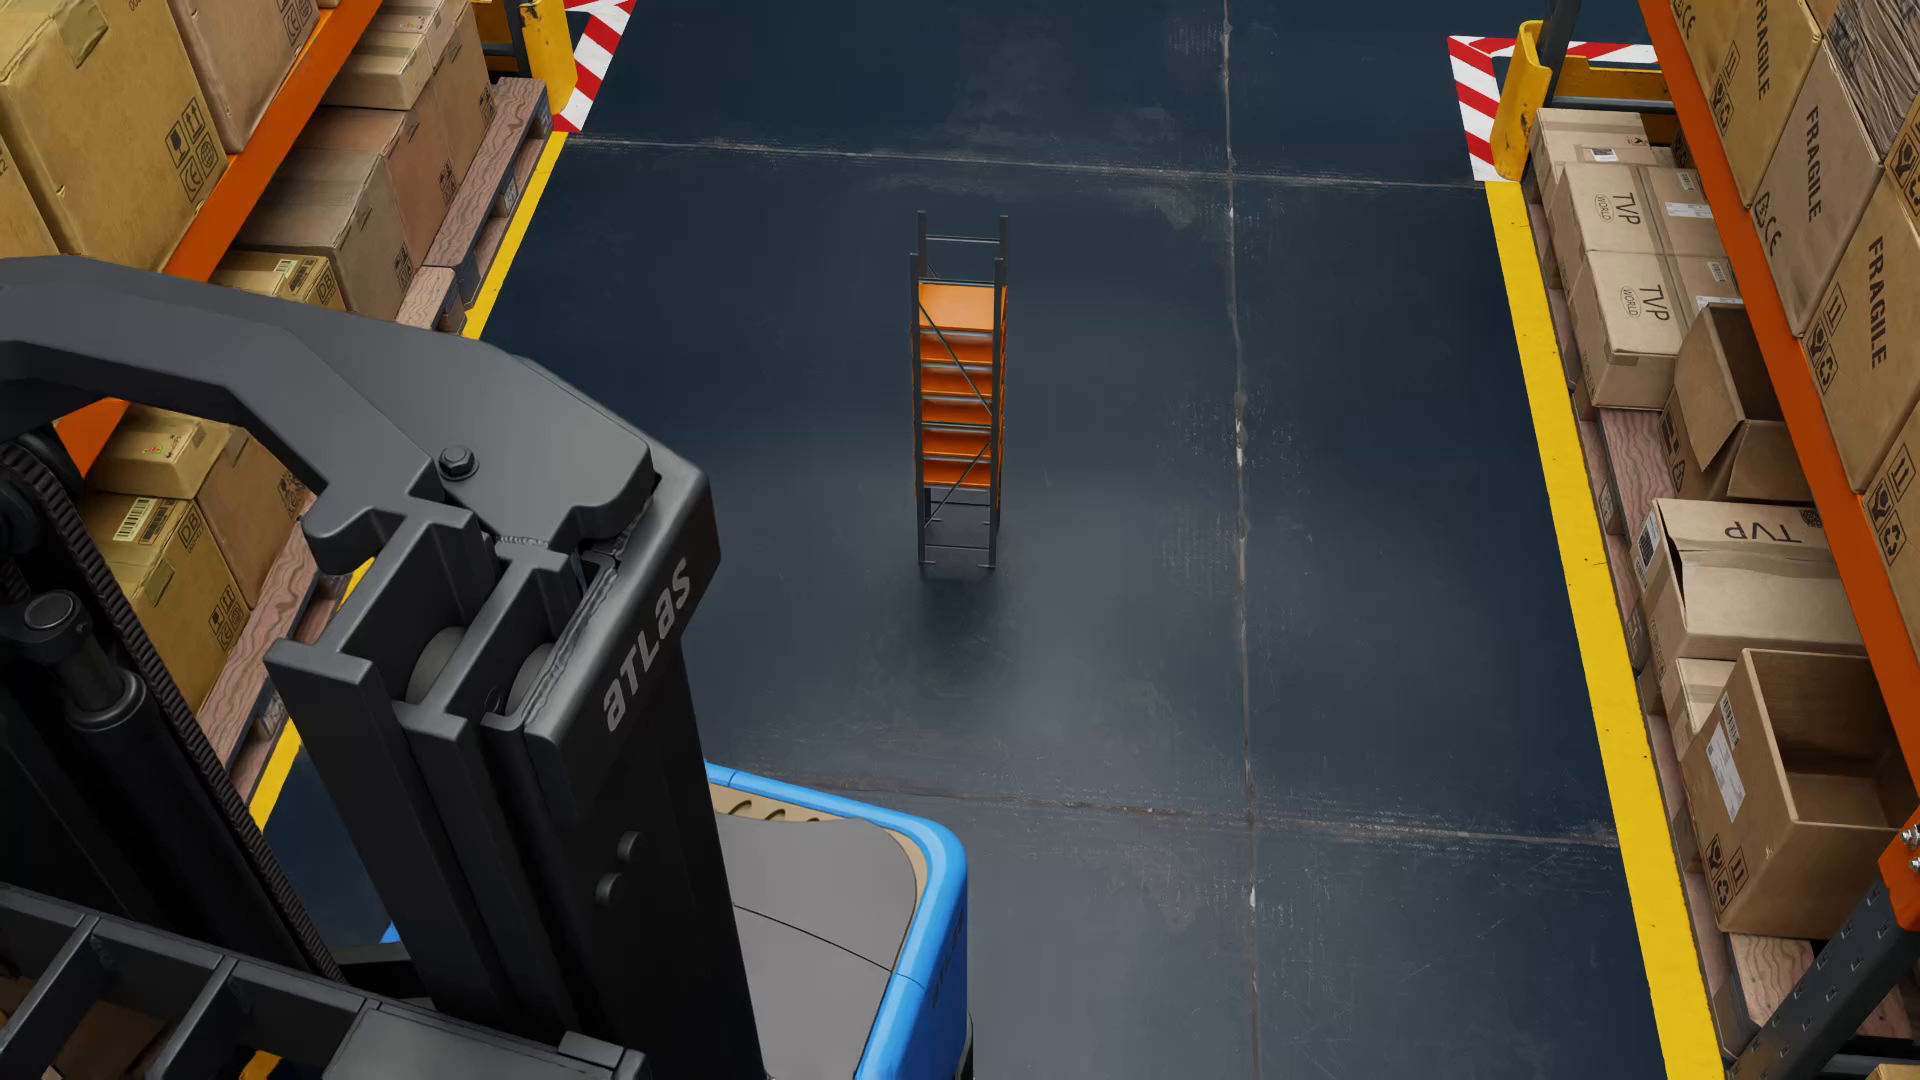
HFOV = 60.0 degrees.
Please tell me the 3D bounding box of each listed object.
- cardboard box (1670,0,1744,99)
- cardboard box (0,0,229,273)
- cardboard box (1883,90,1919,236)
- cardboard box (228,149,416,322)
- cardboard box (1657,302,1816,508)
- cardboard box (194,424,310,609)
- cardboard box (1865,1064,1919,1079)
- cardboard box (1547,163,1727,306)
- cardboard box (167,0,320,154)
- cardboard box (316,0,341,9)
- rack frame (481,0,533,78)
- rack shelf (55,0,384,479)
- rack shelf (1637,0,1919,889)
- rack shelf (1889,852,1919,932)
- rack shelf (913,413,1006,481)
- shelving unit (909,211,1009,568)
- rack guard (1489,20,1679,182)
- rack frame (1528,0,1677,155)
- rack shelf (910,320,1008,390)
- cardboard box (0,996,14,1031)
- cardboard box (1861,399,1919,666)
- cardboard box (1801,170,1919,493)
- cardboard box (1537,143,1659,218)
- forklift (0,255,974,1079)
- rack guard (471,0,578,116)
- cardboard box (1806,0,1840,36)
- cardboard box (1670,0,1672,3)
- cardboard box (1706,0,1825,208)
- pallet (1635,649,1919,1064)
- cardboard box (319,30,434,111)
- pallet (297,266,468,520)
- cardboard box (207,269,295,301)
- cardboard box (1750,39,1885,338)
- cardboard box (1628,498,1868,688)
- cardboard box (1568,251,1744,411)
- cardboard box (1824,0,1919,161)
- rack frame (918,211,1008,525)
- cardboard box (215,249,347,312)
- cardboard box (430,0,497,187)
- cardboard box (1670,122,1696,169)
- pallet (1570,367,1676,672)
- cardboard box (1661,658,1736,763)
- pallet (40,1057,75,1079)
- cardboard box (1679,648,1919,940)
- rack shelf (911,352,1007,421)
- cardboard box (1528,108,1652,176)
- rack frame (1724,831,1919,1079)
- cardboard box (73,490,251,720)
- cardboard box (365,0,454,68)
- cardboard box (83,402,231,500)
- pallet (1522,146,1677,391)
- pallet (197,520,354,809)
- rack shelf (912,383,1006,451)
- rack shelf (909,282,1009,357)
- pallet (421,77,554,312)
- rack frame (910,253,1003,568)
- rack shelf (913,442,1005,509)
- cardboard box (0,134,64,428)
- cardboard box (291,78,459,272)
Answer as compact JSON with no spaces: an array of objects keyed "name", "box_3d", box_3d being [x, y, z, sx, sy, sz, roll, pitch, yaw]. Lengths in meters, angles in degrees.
[{"name":"cardboard box","box_3d":[2.329,-1.547,4.565,0.500,0.500,0.500,4,48,3]},{"name":"cardboard box","box_3d":[-2.438,-0.996,3.925,0.980,0.700,0.700,3,48,3]},{"name":"cardboard box","box_3d":[2.190,-0.767,3.174,0.500,0.500,0.500,3,48,3]},{"name":"cardboard box","box_3d":[-2.266,-0.940,5.486,0.700,0.500,0.500,2,48,2]},{"name":"cardboard box","box_3d":[2.524,-0.317,4.901,0.797,0.503,0.637,4,48,4]},{"name":"cardboard box","box_3d":[-2.356,-0.171,4.783,0.700,0.500,0.500,3,48,3]},{"name":"cardboard box","box_3d":[2.071,1.404,3.329,0.500,0.500,0.500,2,48,2]},{"name":"cardboard box","box_3d":[2.345,-1.043,5.736,0.500,0.250,0.500,4,48,4]},{"name":"cardboard box","box_3d":[-2.381,-1.531,4.414,0.980,0.700,0.700,2,48,2]},{"name":"cardboard box","box_3d":[-2.302,-2.091,4.926,0.980,0.700,0.700,4,48,3]},{"name":"rack frame","box_3d":[-2.211,-2.900,5.870,1.000,3.000,0.127,4,48,4]},{"name":"rack shelf","box_3d":[-2.393,-1.188,4.791,1.077,0.370,4.000,4,48,4]},{"name":"rack shelf","box_3d":[2.540,-0.858,4.489,1.077,0.370,4.000,4,48,4]},{"name":"rack shelf","box_3d":[2.176,2.082,1.801,1.077,0.370,4.000,4,48,4]},{"name":"rack shelf","box_3d":[-0.001,-0.283,4.919,0.258,0.103,0.180,4,48,4]},{"name":"shelving unit","box_3d":[-0.001,-0.394,4.798,0.258,1.200,0.189,4,48,4]},{"name":"rack guard","box_3d":[2.716,-1.670,6.439,1.175,0.500,0.348,4,48,4]},{"name":"rack frame","box_3d":[2.723,-2.570,5.568,1.000,3.000,0.127,4,48,4]},{"name":"rack shelf","box_3d":[-0.001,-0.526,4.653,0.258,0.103,0.180,4,48,4]},{"name":"cardboard box","box_3d":[-2.505,1.109,3.375,0.750,0.750,0.750,4,48,4]},{"name":"cardboard box","box_3d":[2.148,-0.049,3.194,0.500,0.500,0.500,5,48,4]},{"name":"cardboard box","box_3d":[2.194,-0.428,3.541,0.500,0.500,0.500,5,48,5]},{"name":"cardboard box","box_3d":[2.319,-1.294,6.023,0.380,0.166,0.250,4,48,4]},{"name":"forklift","box_3d":[-0.883,1.246,2.124,1.130,2.935,3.031,13,49,11]},{"name":"rack guard","box_3d":[-2.209,-2.074,6.808,1.175,0.500,0.348,4,48,4]},{"name":"cardboard box","box_3d":[2.284,-1.508,3.851,0.500,0.500,0.500,3,48,3]},{"name":"cardboard box","box_3d":[2.378,-1.916,4.902,0.500,0.500,0.500,3,48,3]},{"name":"cardboard box","box_3d":[2.282,-1.180,4.229,0.500,0.500,0.500,4,48,4]},{"name":"pallet","box_3d":[2.422,0.806,4.370,1.003,0.211,1.213,4,48,4]},{"name":"cardboard box","box_3d":[-2.028,-1.602,5.652,0.380,0.149,0.250,5,48,5]},{"name":"pallet","box_3d":[-2.319,-0.472,5.539,1.003,0.211,1.213,4,48,4]},{"name":"cardboard box","box_3d":[-2.145,-0.644,4.776,0.380,0.149,0.250,3,48,2]},{"name":"cardboard box","box_3d":[2.238,-0.806,3.886,0.500,0.500,0.500,5,48,4]},{"name":"cardboard box","box_3d":[2.196,0.139,4.614,0.500,0.311,0.500,4,48,4]},{"name":"cardboard box","box_3d":[2.299,-0.675,5.400,0.500,0.250,0.500,4,48,4]},{"name":"cardboard box","box_3d":[2.236,-1.138,3.512,0.500,0.500,0.500,4,48,4]},{"name":"rack frame","box_3d":[0.007,-0.462,4.859,0.240,1.200,0.006,4,48,4]},{"name":"cardboard box","box_3d":[-2.307,-0.548,5.128,0.700,0.500,0.500,5,48,4]},{"name":"cardboard box","box_3d":[-2.175,-1.677,6.161,0.700,0.500,0.500,4,48,4]},{"name":"cardboard box","box_3d":[2.918,-1.459,5.947,0.500,0.500,0.500,4,48,4]},{"name":"pallet","box_3d":[2.530,-0.093,5.192,1.003,0.211,1.213,4,48,4]},{"name":"cardboard box","box_3d":[2.102,0.466,4.425,0.380,0.149,0.250,4,48,4]},{"name":"pallet","box_3d":[-2.571,1.552,3.687,1.003,0.211,1.213,4,48,4]},{"name":"cardboard box","box_3d":[2.128,0.627,4.040,0.500,0.500,0.500,4,48,4]},{"name":"rack shelf","box_3d":[-0.001,-0.445,4.742,0.258,0.103,0.180,4,48,4]},{"name":"cardboard box","box_3d":[2.342,-1.472,6.197,0.380,0.149,0.250,4,48,4]},{"name":"rack frame","box_3d":[2.358,0.369,2.879,1.000,3.000,0.127,4,48,4]},{"name":"cardboard box","box_3d":[-2.405,0.198,4.445,0.700,0.500,0.500,4,48,4]},{"name":"cardboard box","box_3d":[-2.005,-1.790,5.824,0.380,0.149,0.250,3,48,3]},{"name":"cardboard box","box_3d":[-2.192,-0.260,4.425,0.380,0.149,0.250,5,48,5]},{"name":"pallet","box_3d":[2.644,-0.987,6.010,1.003,0.211,1.213,4,48,4]},{"name":"pallet","box_3d":[-2.428,0.427,4.717,1.003,0.211,1.213,4,48,4]},{"name":"rack shelf","box_3d":[-0.001,-0.364,4.830,0.258,0.103,0.180,4,48,4]},{"name":"rack shelf","box_3d":[-0.001,-0.607,4.565,0.258,0.103,0.180,4,48,4]},{"name":"pallet","box_3d":[-2.206,-1.366,6.357,1.003,0.211,1.213,4,48,4]},{"name":"rack frame","box_3d":[-0.010,-0.327,4.736,0.240,1.200,0.006,4,48,4]},{"name":"rack shelf","box_3d":[-0.001,-0.202,5.007,0.258,0.103,0.180,4,48,4]},{"name":"cardboard box","box_3d":[-2.510,-0.460,3.434,0.980,0.700,0.700,5,48,4]},{"name":"cardboard box","box_3d":[-2.220,-1.310,5.824,0.700,0.500,0.500,4,48,3]}]
